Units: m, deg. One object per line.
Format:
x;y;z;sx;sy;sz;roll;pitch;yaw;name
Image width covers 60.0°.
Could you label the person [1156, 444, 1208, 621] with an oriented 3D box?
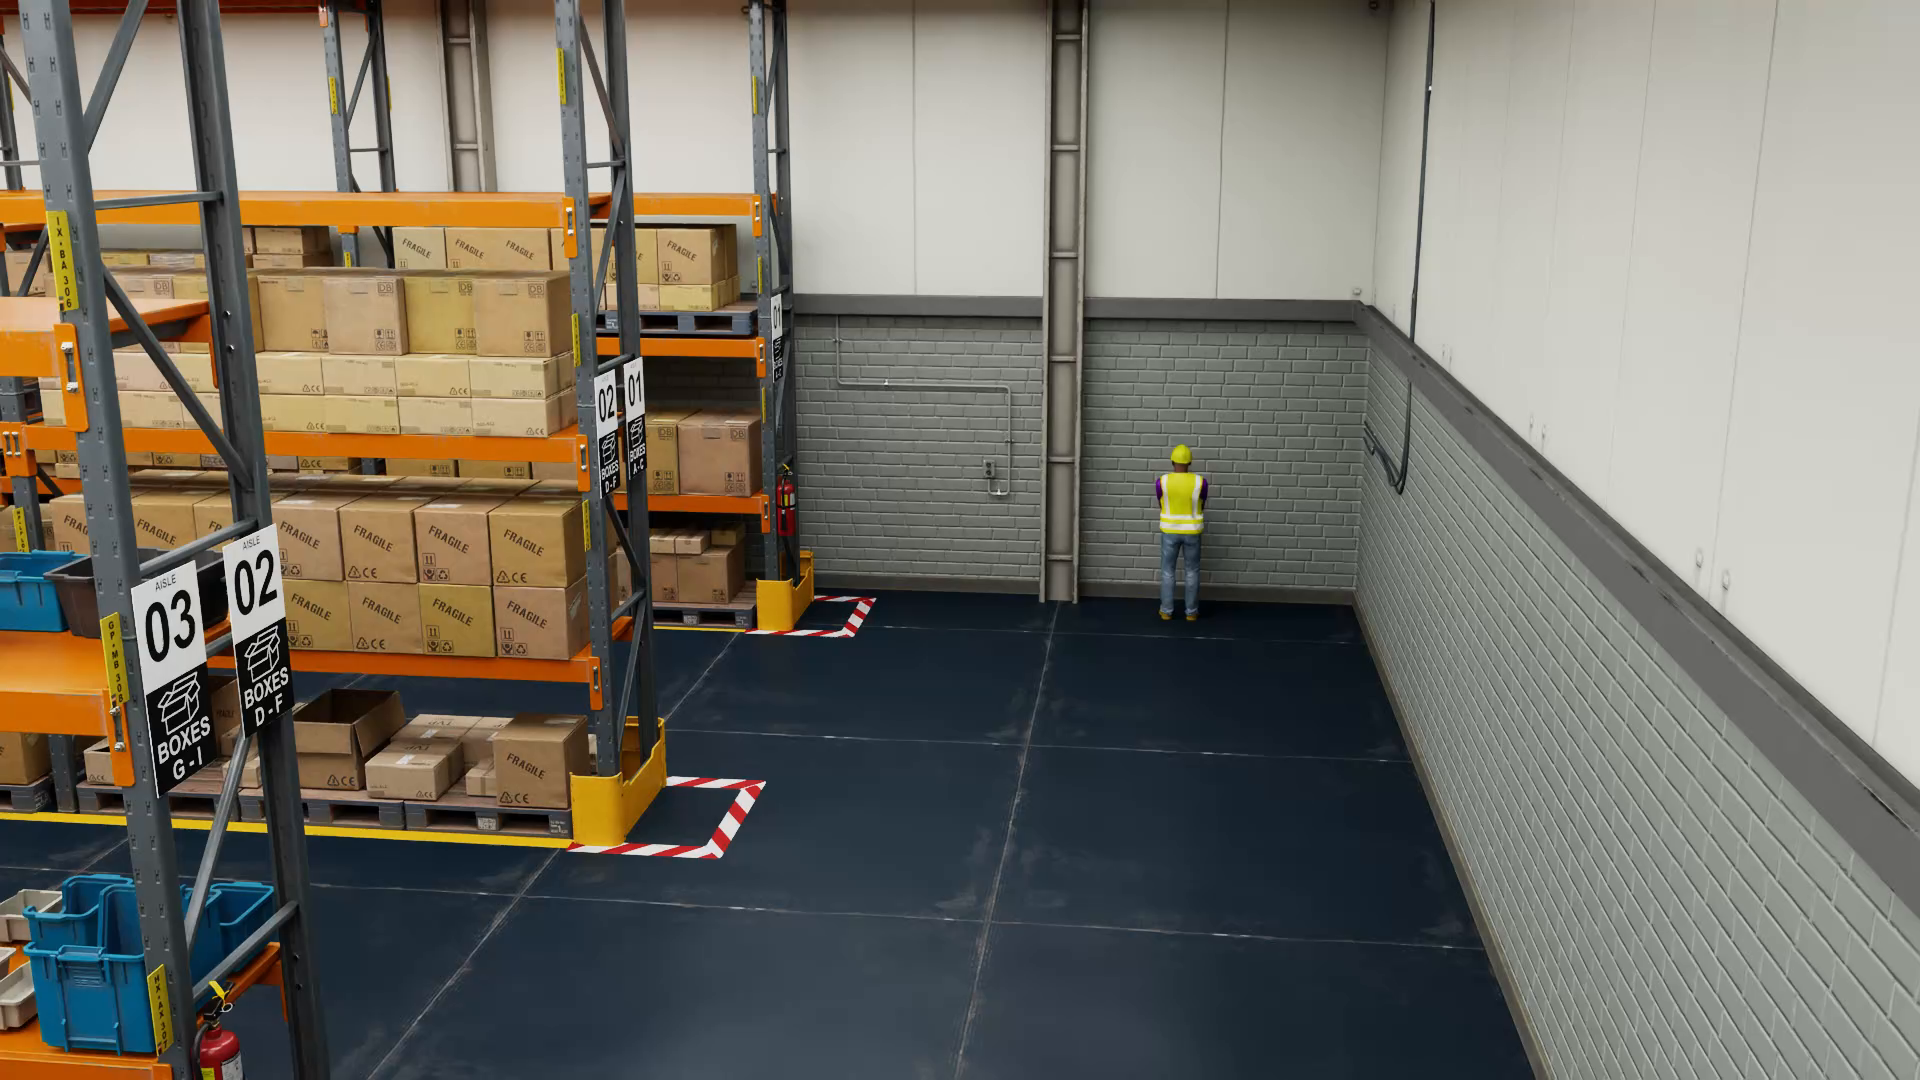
2.168;-0.103;16.376;0.503;1.761;0.587;2;14;7;person
